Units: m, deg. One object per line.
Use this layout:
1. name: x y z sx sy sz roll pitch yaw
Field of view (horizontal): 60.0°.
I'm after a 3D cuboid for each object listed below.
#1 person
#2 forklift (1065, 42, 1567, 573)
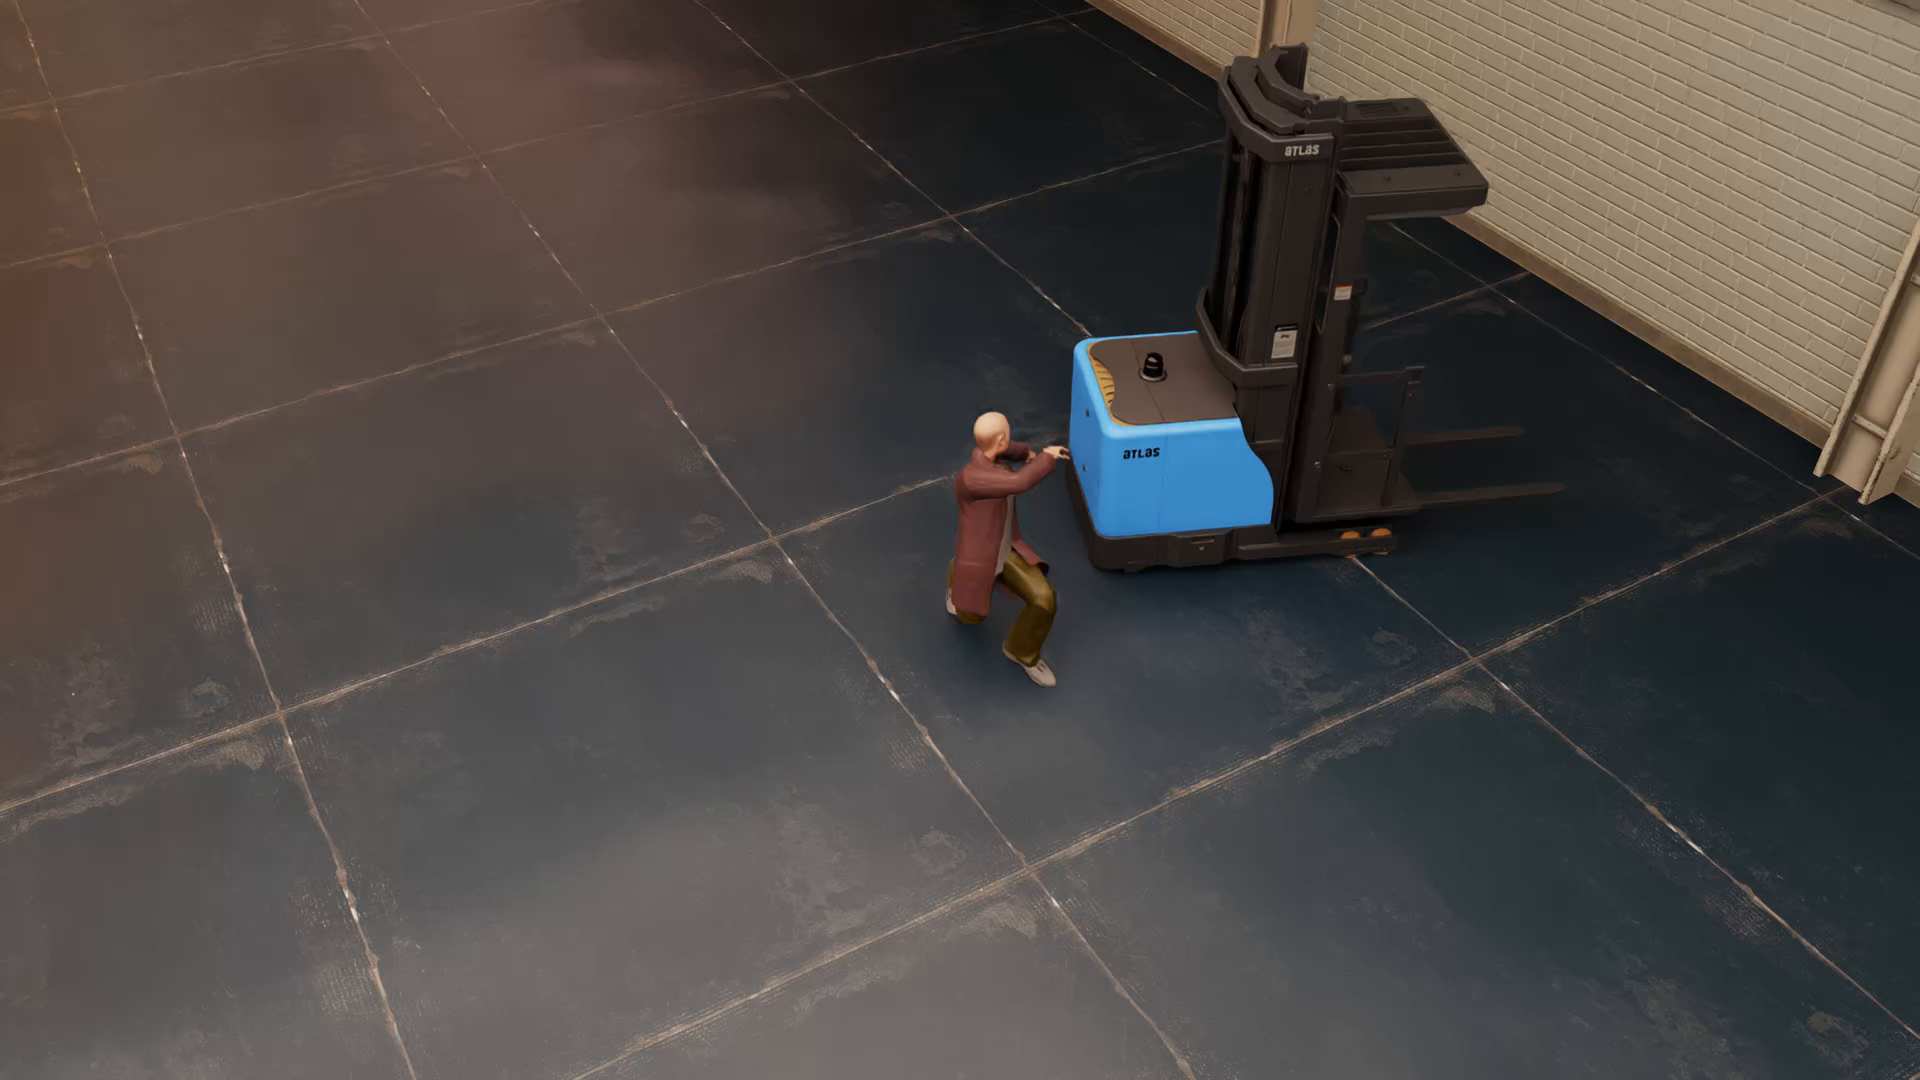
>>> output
1. person: 0.342 -0.073 9.274 0.957 1.480 1.055 -29 48 -30
2. forklift: 2.238 -1.350 9.663 3.031 2.935 1.130 -5 40 -6
